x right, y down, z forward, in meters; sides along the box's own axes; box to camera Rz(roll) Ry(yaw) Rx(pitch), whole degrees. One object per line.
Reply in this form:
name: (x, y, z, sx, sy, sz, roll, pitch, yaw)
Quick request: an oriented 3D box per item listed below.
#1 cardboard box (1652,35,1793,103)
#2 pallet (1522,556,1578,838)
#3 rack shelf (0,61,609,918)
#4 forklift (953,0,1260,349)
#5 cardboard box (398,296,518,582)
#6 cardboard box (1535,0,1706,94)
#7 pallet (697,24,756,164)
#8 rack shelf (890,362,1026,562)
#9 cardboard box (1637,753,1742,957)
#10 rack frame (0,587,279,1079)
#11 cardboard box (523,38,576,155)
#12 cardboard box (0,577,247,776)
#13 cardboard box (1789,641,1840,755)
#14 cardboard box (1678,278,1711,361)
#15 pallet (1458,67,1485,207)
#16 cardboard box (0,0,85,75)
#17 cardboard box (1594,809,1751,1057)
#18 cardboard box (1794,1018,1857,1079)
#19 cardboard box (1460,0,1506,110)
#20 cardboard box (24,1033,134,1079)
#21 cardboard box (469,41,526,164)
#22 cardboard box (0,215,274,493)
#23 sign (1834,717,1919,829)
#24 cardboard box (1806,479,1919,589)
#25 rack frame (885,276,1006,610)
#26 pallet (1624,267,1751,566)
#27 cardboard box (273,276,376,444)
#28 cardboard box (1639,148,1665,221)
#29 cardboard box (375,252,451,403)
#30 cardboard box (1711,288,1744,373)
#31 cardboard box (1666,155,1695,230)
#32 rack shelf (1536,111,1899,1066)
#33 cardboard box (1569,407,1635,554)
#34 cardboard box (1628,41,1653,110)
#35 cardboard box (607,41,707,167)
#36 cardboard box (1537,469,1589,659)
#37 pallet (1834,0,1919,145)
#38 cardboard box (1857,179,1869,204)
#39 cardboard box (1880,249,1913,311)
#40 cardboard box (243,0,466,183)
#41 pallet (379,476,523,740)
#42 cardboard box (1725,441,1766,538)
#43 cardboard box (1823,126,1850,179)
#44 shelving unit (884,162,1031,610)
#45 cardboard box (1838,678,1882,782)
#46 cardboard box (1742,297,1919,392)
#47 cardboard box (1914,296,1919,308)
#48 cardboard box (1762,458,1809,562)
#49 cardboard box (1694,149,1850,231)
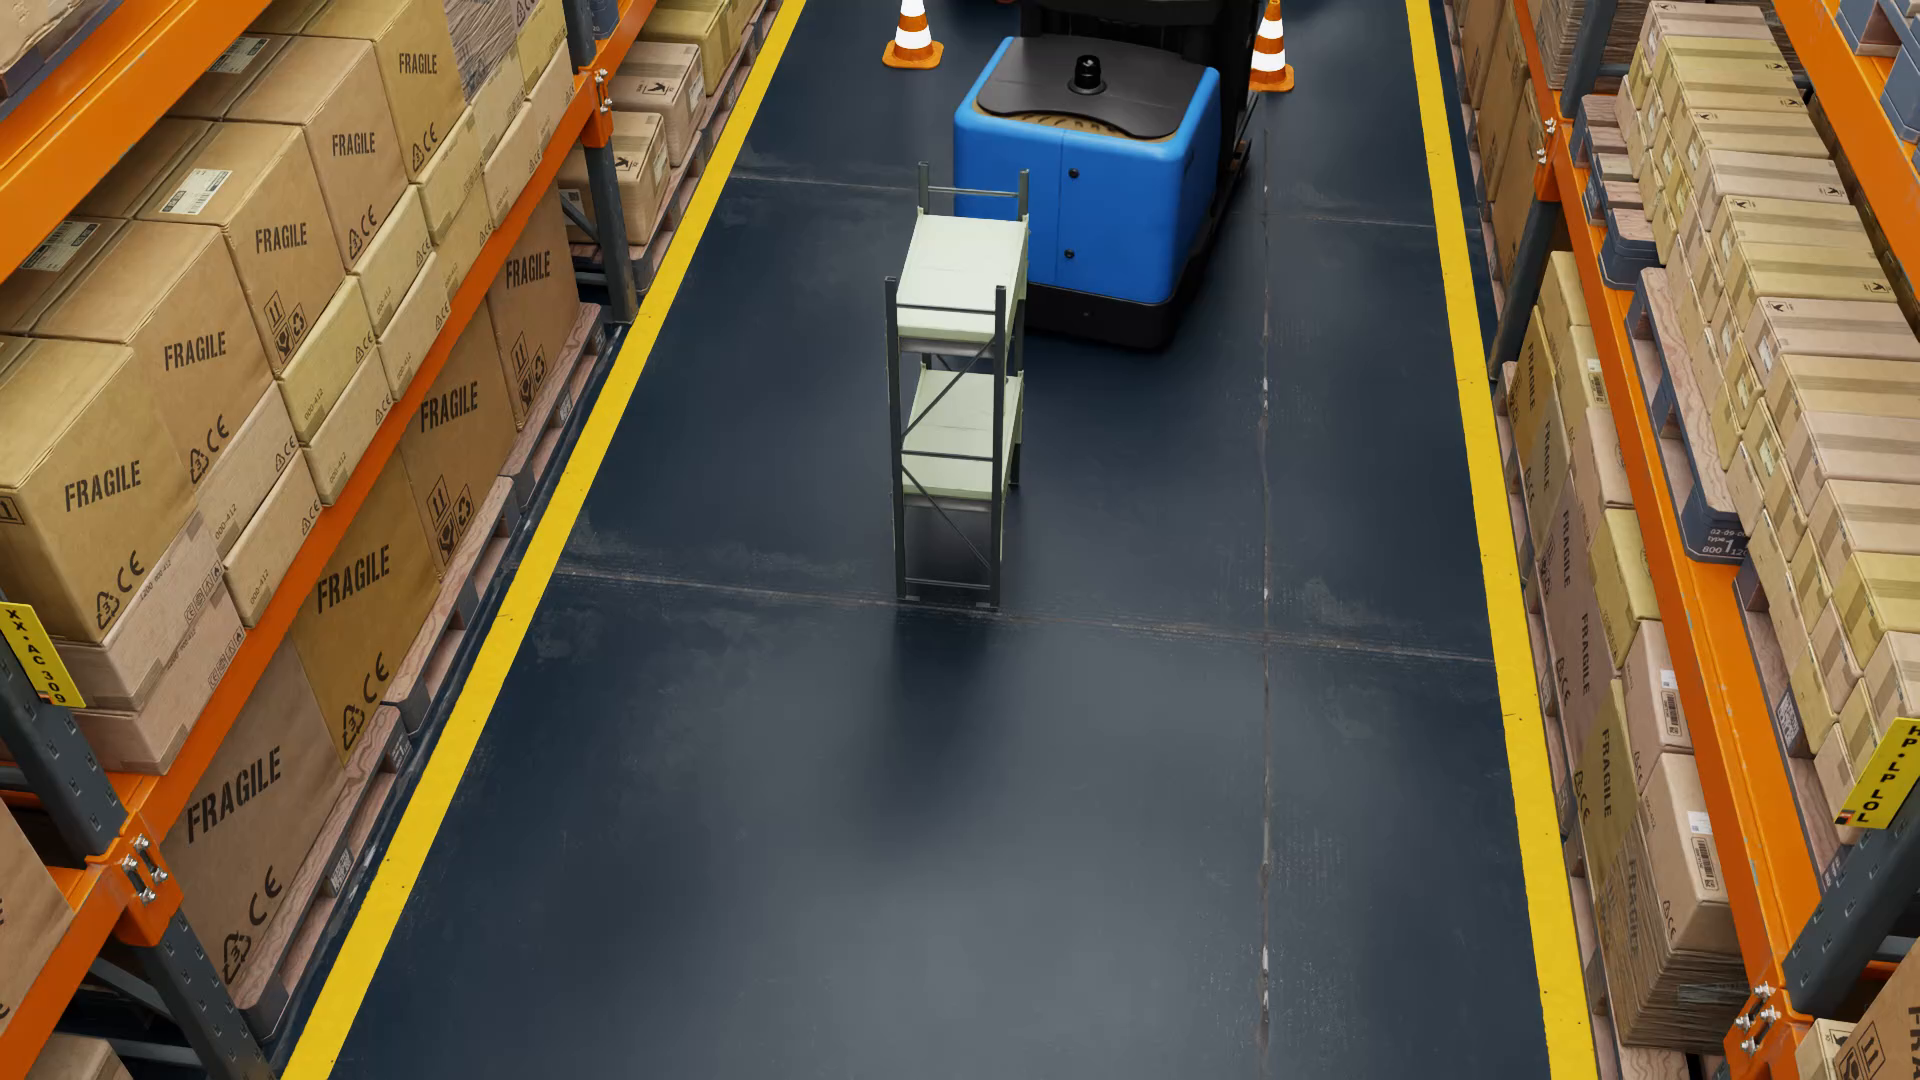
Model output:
cardboard box: (2.607, -1.596, 5.698, 0.380, 0.149, 0.250, 4, 44, 4)
pallet: (2.624, 0.575, 5.989, 1.003, 0.211, 1.213, 5, 44, 6)
rack shelf: (-2.292, -0.556, 5.679, 1.077, 0.370, 4.000, 5, 44, 6)
forklift: (0.903, -2.964, 7.749, 1.130, 2.935, 3.031, 13, 45, 13)
cardboard box: (-2.323, -0.491, 6.327, 0.875, 0.875, 0.875, 6, 44, 6)
cardboard box: (2.686, -2.167, 6.784, 0.500, 0.500, 0.500, 5, 44, 6)
pallet: (-1.759, -2.529, 9.268, 1.003, 0.211, 1.213, 5, 44, 6)
rack shelf: (0.001, -0.312, 6.463, 0.431, 0.370, 0.720, 5, 44, 6)
cardboard box: (2.212, 0.879, 4.607, 0.500, 0.250, 0.500, 4, 44, 4)
rack frame: (-2.559, 0.545, 3.992, 0.949, 2.616, 0.053, 5, 44, 6)
cardboard box: (-1.837, -1.758, 6.534, 0.500, 0.250, 0.500, 4, 44, 4)
cardboard box: (-2.236, 0.324, 4.335, 0.500, 0.250, 0.500, 4, 44, 5)
cardboard box: (2.254, 0.400, 4.024, 0.380, 0.149, 0.250, 5, 44, 6)
cardboard box: (2.460, -0.670, 5.153, 0.380, 0.149, 0.250, 6, 44, 6)
pallet: (3.235, -2.146, 8.863, 1.003, 0.211, 1.213, 5, 44, 6)
cardboard box: (-2.152, -1.307, 3.389, 0.500, 0.500, 0.500, 5, 44, 5)
cardboard box: (2.212, 1.155, 4.862, 0.500, 0.500, 0.500, 4, 44, 5)
cardboard box: (2.002, 1.181, 3.504, 0.380, 0.149, 0.250, 7, 44, 7)
cardboard box: (3.297, -2.773, 8.827, 1.050, 0.750, 0.750, 5, 44, 6)
cardboard box: (-2.745, 1.742, 4.287, 0.875, 0.438, 0.875, 5, 44, 5)
cardboard box: (-1.903, -1.605, 6.008, 0.500, 0.250, 0.500, 4, 44, 4)
cardboard box: (-2.173, -0.477, 4.272, 0.500, 0.500, 0.500, 5, 44, 5)
sign: (1.813, 0.458, 3.242, 0.100, 0.325, 0.005, 5, 44, 6)
cardboard box: (2.294, -0.001, 4.014, 0.380, 0.149, 0.250, 4, 44, 4)
rack frame: (-0.048, -0.300, 5.976, 0.400, 1.500, 0.023, 5, 44, 6)
pallet: (2.672, -0.377, 5.106, 1.003, 0.211, 1.213, 5, 44, 6)
cardboard box: (-2.084, -0.555, 4.900, 0.500, 0.250, 0.500, 6, 44, 6)
cardboard box: (2.563, -1.207, 5.721, 0.380, 0.149, 0.250, 7, 44, 8)
cardboard box: (-2.010, -0.716, 5.434, 0.500, 0.250, 0.500, 5, 44, 5)
cardboard box: (2.429, -0.595, 4.858, 0.380, 0.149, 0.250, 7, 44, 7)
cardboard box: (2.531, -1.118, 5.410, 0.380, 0.149, 0.250, 5, 44, 6)
rack shelf: (2.628, -0.175, 5.276, 1.077, 0.370, 4.000, 5, 44, 6)
cardboard box: (2.417, -0.187, 5.733, 0.500, 0.250, 0.500, 6, 44, 6)
cardboard box: (2.630, -1.658, 5.980, 0.380, 0.149, 0.250, 7, 44, 7)
cardboard box: (-1.853, -2.267, 8.568, 0.950, 0.372, 0.625, 4, 44, 5)
cardboard box: (2.420, 0.108, 5.967, 0.500, 0.500, 0.500, 4, 44, 4)
pallet: (2.685, -1.212, 3.804, 1.213, 0.211, 1.003, 5, 44, 6)
cardboard box: (3.213, -1.229, 5.527, 0.380, 0.149, 0.250, 6, 44, 7)
cardboard box: (3.144, -0.785, 5.275, 0.380, 0.149, 0.250, 3, 44, 4)
cardboard box: (-1.968, -1.515, 5.369, 0.500, 0.500, 0.500, 5, 44, 6)
pallet: (-2.370, 0.192, 6.394, 1.003, 0.211, 1.213, 5, 44, 6)
cardboard box: (2.353, -0.131, 4.584, 0.380, 0.149, 0.250, 4, 44, 4)
cardboard box: (3.249, -1.314, 5.833, 0.380, 0.149, 0.250, 5, 44, 5)
shelving unit: (0.001, -0.549, 6.239, 0.431, 1.500, 0.755, 5, 44, 6)
cardboard box: (2.221, 0.468, 3.735, 0.380, 0.149, 0.250, 6, 44, 7)
cardboard box: (2.397, -0.530, 4.573, 0.380, 0.149, 0.250, 3, 44, 4)
cardboard box: (3.110, -0.711, 4.980, 0.380, 0.149, 0.250, 6, 44, 7)
cardboard box: (2.322, -0.067, 4.300, 0.380, 0.149, 0.250, 4, 44, 4)
cardboard box: (2.500, -1.064, 5.137, 0.380, 0.149, 0.250, 7, 44, 7)
